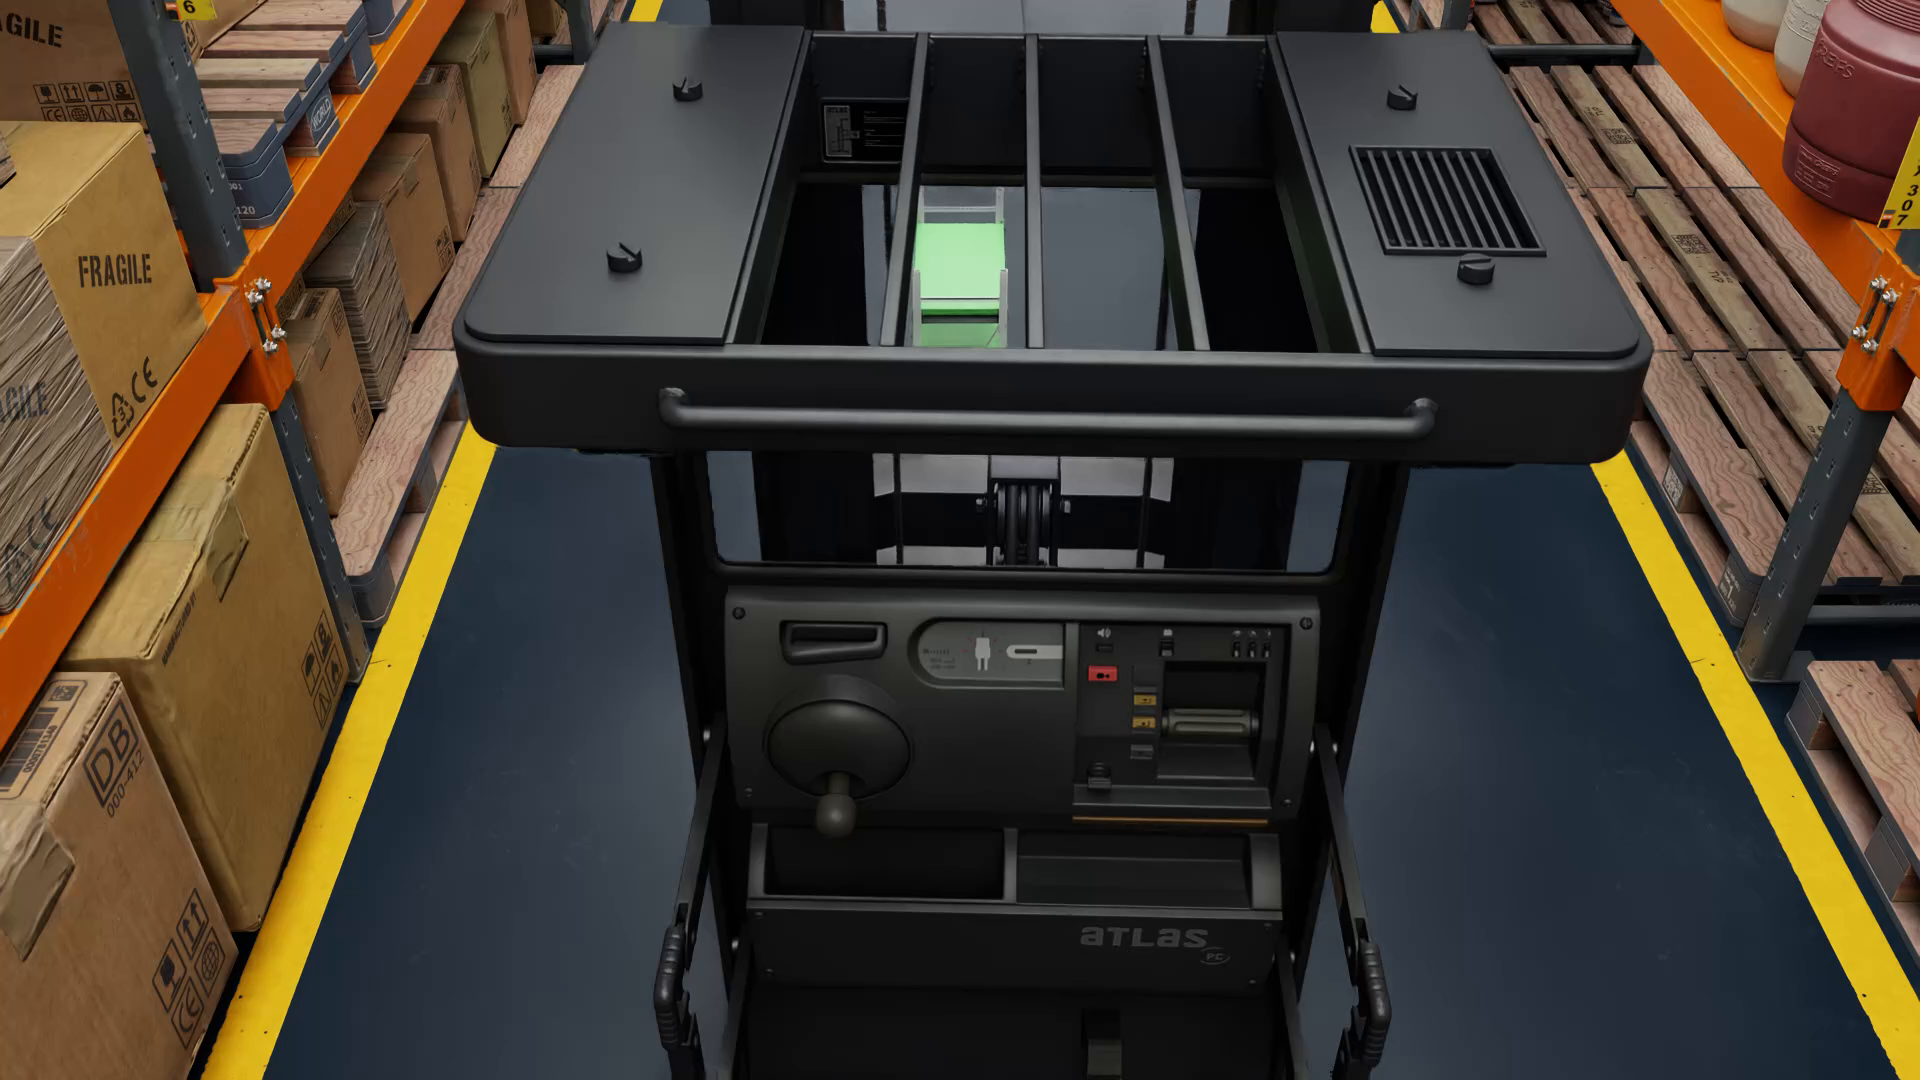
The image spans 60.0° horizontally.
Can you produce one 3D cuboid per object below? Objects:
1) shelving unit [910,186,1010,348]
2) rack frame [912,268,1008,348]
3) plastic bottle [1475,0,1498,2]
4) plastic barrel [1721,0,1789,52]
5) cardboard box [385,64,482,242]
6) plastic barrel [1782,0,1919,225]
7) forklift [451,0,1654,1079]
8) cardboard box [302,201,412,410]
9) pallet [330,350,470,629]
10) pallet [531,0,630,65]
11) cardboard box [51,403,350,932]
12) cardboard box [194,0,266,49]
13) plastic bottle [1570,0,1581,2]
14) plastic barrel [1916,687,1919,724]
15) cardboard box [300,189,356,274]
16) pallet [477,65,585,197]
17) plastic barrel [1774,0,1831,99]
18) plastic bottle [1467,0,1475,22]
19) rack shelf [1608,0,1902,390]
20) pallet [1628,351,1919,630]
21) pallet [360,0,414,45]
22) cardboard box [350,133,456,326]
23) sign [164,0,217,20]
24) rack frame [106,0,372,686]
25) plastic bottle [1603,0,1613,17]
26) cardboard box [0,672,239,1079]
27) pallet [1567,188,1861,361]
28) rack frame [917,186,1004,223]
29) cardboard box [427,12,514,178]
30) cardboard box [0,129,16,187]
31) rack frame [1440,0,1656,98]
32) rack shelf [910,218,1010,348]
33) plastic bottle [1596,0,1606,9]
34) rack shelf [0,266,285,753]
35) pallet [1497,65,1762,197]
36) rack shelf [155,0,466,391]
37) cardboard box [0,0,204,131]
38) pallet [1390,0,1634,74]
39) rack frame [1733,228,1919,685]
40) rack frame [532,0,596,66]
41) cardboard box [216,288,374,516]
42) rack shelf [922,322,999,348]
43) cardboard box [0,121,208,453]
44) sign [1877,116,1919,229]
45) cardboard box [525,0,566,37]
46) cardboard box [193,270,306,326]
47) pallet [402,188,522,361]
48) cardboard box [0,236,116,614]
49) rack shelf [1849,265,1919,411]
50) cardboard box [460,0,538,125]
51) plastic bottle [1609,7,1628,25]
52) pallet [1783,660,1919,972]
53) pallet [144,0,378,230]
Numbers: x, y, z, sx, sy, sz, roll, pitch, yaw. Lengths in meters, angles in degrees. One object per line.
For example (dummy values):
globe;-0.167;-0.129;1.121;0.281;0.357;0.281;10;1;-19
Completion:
shelving unit;0.000;-0.365;4.746;0.258;1.200;0.503;0;39;0
rack frame;0.000;-0.212;4.555;0.240;1.200;0.015;0;39;0
plastic bottle;2.597;-2.839;8.161;0.144;0.351;0.185;0;39;0
plastic barrel;2.531;-1.747;4.942;0.421;0.512;0.421;0;39;0
cardboard box;-2.249;-1.459;6.319;0.700;0.500;0.500;-3;39;-4
plastic barrel;2.443;-1.140;4.165;0.600;0.536;0.708;0;39;0
forklift;0.091;0.352;2.467;1.130;2.935;3.031;1;39;1
cardboard box;-2.241;-0.756;5.441;0.700;0.500;0.500;-3;39;-4
pallet;-2.206;-0.194;5.324;1.003;0.211;1.213;0;39;0
pallet;-2.248;-2.627;8.359;1.003;0.211;1.213;0;39;0
cardboard box;-2.227;0.303;3.836;1.225;0.875;0.875;-2;39;-2
cardboard box;-2.348;-1.683;4.536;0.700;0.500;0.500;5;39;7
plastic bottle;3.045;-2.812;8.180;0.061;0.283;0.133;0;39;0
plastic barrel;2.764;0.192;4.012;0.600;0.830;0.708;0;39;0
cardboard box;-2.248;-1.033;5.188;0.500;0.250;0.500;4;39;5
pallet;-2.209;-1.720;7.228;1.003;0.211;1.213;0;39;0
plastic barrel;2.531;-1.484;4.614;0.421;0.512;0.421;0;39;0
plastic bottle;2.429;-2.605;7.988;0.097;0.201;0.097;0;39;0
rack shelf;2.744;-1.767;5.632;1.077;0.370;4.000;0;39;0
pallet;2.784;-0.194;5.323;1.003;0.211;1.213;0;39;0
pallet;-2.250;-1.957;5.446;1.003;0.211;1.213;0;39;0
cardboard box;-2.249;-1.110;5.884;0.700;0.500;0.500;3;39;4
sign;-1.652;-1.248;3.483;0.100;0.325;0.005;0;39;0
rack frame;-2.207;-0.794;3.842;1.000;3.000;0.127;0;39;0
plastic bottle;3.179;-2.641;8.033;0.097;0.201;0.097;0;39;0
cardboard box;-2.234;0.861;3.141;1.225;0.875;0.875;0;39;0
pallet;2.786;-0.955;6.272;1.003;0.211;1.213;0;39;0
rack frame;0.000;-0.517;4.936;0.240;1.200;0.015;0;39;0
cardboard box;-2.251;-1.809;6.756;0.700;0.500;0.500;0;39;0
cardboard box;-2.222;-0.767;2.926;0.797;0.503;0.637;1;39;1
rack frame;2.742;-3.299;6.968;1.000;3.000;0.127;0;39;0
rack shelf;0.000;-0.689;4.485;0.258;0.148;0.480;0;39;0
plastic bottle;3.179;-2.705;8.113;0.097;0.201;0.097;0;39;0
rack shelf;-2.205;0.738;2.506;1.077;0.370;4.000;0;39;0
pallet;2.781;-1.719;7.227;1.003;0.211;1.213;0;39;0
rack shelf;-2.209;-1.764;5.627;1.077;0.370;4.000;0;39;0
cardboard box;-2.247;-1.334;4.100;0.500;0.500;0.500;-5;39;-6
pallet;2.782;-2.631;8.364;1.003;0.211;1.213;0;39;0
rack frame;2.746;-0.797;3.846;1.000;3.000;0.127;0;39;0
rack frame;-2.211;-3.295;6.963;1.000;3.000;0.127;0;39;0
cardboard box;-2.228;-0.409;5.009;0.700;0.500;0.500;-2;39;-2
rack shelf;0.000;-0.502;4.635;0.258;0.148;0.480;0;39;0
cardboard box;-1.958;-0.524;3.426;0.500;0.500;0.500;1;39;1
sign;2.196;-0.856;3.789;0.100;0.325;0.005;0;39;0
cardboard box;-2.172;-2.734;7.926;0.500;0.500;0.500;-1;39;-1
cardboard box;-2.238;-0.702;4.774;0.500;0.250;0.500;1;39;2
pallet;-2.205;-0.955;6.273;1.003;0.211;1.213;0;39;0
cardboard box;-1.964;-0.212;3.037;0.500;0.500;0.500;0;39;0
rack shelf;2.748;0.734;2.510;1.077;0.370;4.000;0;39;0
cardboard box;-2.232;-2.107;7.128;0.700;0.500;0.500;-3;39;-4
plastic bottle;3.180;-2.605;7.932;0.097;0.271;0.097;0;39;0
pallet;2.789;0.784;4.103;1.003;0.211;1.213;0;39;0
pallet;-2.314;-1.164;4.458;1.213;0.211;1.003;0;39;0
